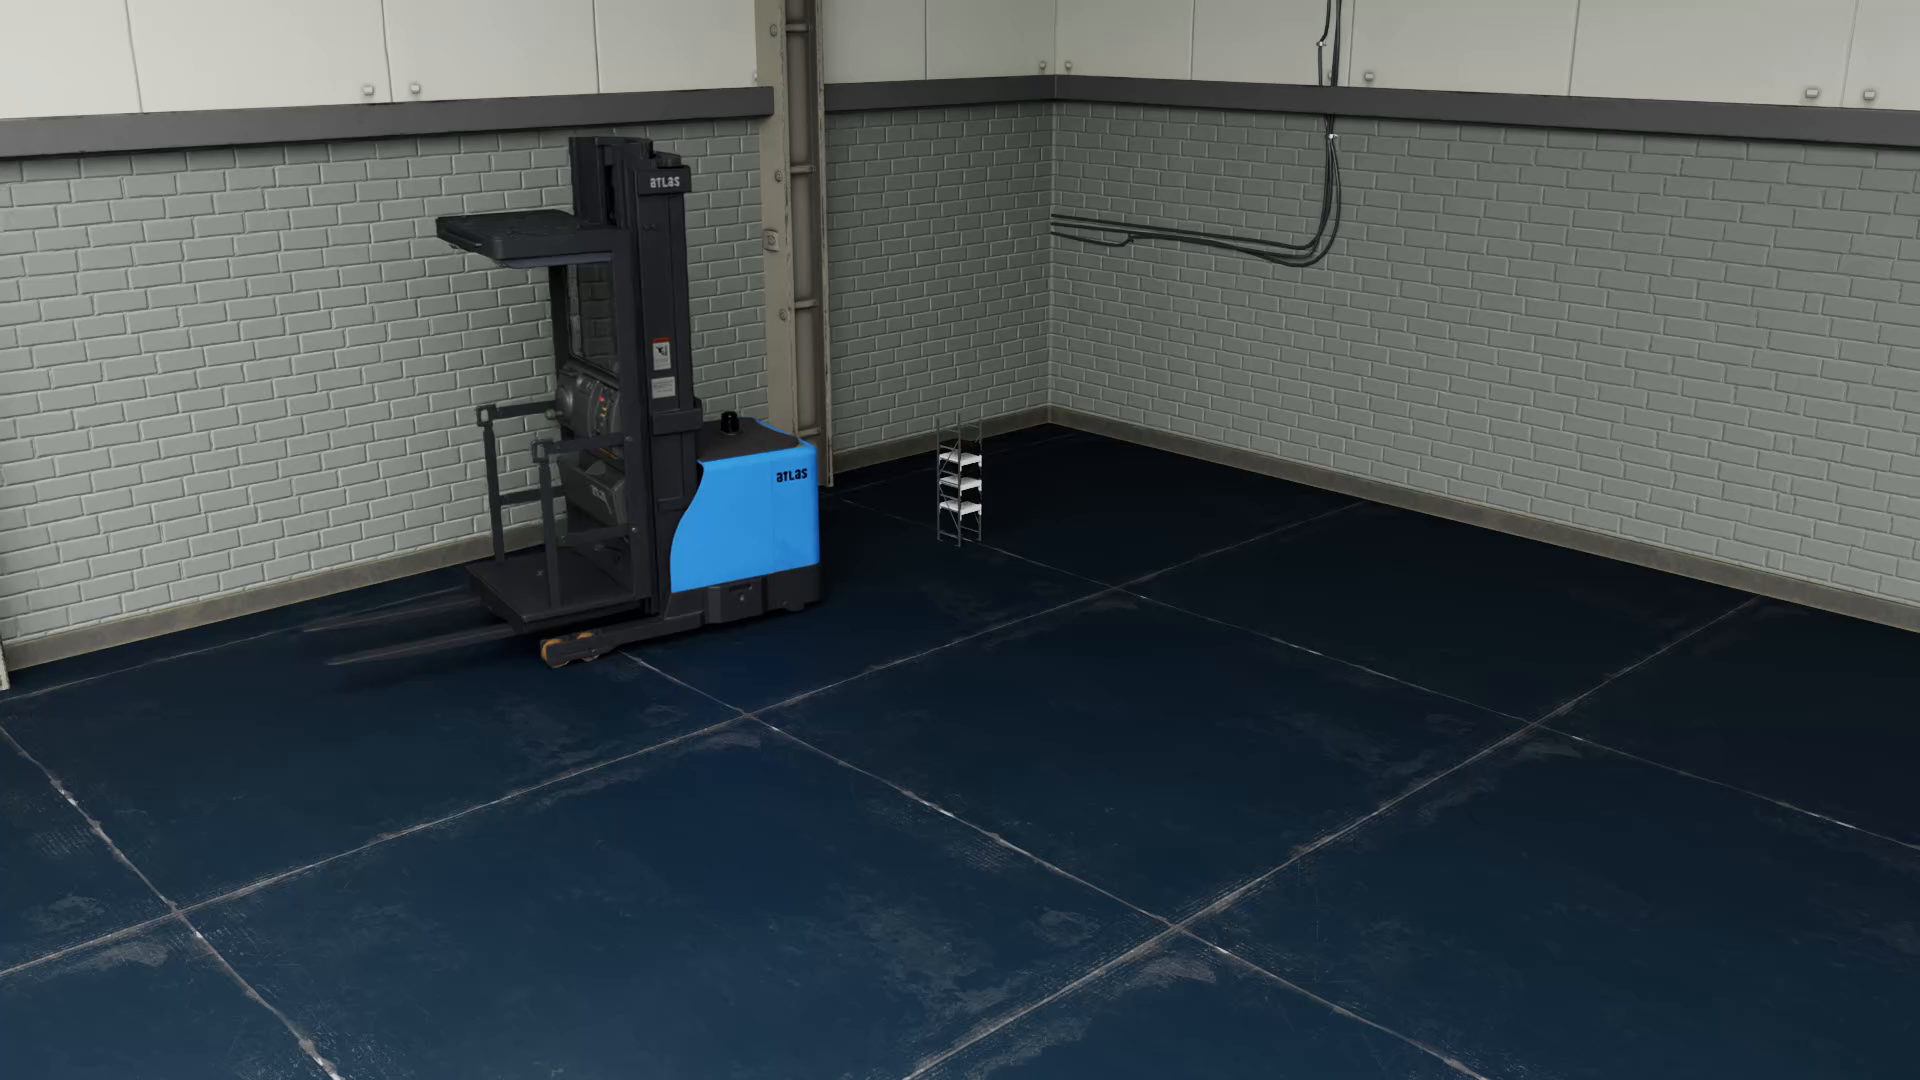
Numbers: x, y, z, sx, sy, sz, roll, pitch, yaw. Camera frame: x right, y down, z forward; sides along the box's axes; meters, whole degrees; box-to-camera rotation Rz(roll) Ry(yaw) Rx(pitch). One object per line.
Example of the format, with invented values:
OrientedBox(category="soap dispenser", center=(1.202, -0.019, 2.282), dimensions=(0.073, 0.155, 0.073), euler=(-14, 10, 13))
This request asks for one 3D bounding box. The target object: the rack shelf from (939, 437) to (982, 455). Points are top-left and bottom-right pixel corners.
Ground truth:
OrientedBox(category="rack shelf", center=(-0.006, -0.651, 11.768), dimensions=(0.200, 0.077, 0.258), euler=(-16, 24, -41))

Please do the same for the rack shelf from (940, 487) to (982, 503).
OrientedBox(category="rack shelf", center=(-0.006, -0.309, 11.879), dimensions=(0.200, 0.077, 0.258), euler=(-16, 24, -41))

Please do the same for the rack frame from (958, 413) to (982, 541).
OrientedBox(category="rack frame", center=(0.068, -0.448, 11.907), dimensions=(0.006, 0.900, 0.240), euler=(-16, 24, -41))

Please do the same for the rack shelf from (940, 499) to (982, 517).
OrientedBox(category="rack shelf", center=(-0.006, -0.223, 11.906), dimensions=(0.200, 0.077, 0.258), euler=(-16, 24, -41))

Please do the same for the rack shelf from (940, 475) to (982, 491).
OrientedBox(category="rack shelf", center=(-0.006, -0.395, 11.851), dimensions=(0.200, 0.077, 0.258), euler=(-16, 24, -41))

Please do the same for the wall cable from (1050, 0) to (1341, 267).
OrientedBox(category="wall cable", center=(1.792, -3.559, 13.405), dimensions=(0.112, 2.526, 3.097), euler=(-16, 24, -41))

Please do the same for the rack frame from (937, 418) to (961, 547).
OrientedBox(category="rack frame", center=(-0.080, -0.405, 11.774), dimensions=(0.006, 0.900, 0.240), euler=(-16, 24, -41))

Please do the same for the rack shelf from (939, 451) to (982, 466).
OrientedBox(category="rack shelf", center=(-0.006, -0.566, 11.795), dimensions=(0.200, 0.077, 0.258), euler=(-16, 24, -41))

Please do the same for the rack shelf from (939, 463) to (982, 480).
OrientedBox(category="rack shelf", center=(-0.006, -0.480, 11.823), dimensions=(0.200, 0.077, 0.258), euler=(-16, 24, -41))

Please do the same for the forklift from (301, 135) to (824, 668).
OrientedBox(category="forklift", center=(-2.388, -0.836, 9.811), dimensions=(3.031, 2.935, 1.130), euler=(-11, 21, -31))

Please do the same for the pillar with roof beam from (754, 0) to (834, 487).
OrientedBox(category="pillar with roof beam", center=(1.701, -3.743, 8.939), dimensions=(0.400, 9.000, 9.100), euler=(-16, 24, -41))

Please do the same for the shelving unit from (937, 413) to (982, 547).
OrientedBox(category="shelving unit", center=(-0.006, -0.426, 11.841), dimensions=(0.210, 0.900, 0.258), euler=(-16, 24, -41))
